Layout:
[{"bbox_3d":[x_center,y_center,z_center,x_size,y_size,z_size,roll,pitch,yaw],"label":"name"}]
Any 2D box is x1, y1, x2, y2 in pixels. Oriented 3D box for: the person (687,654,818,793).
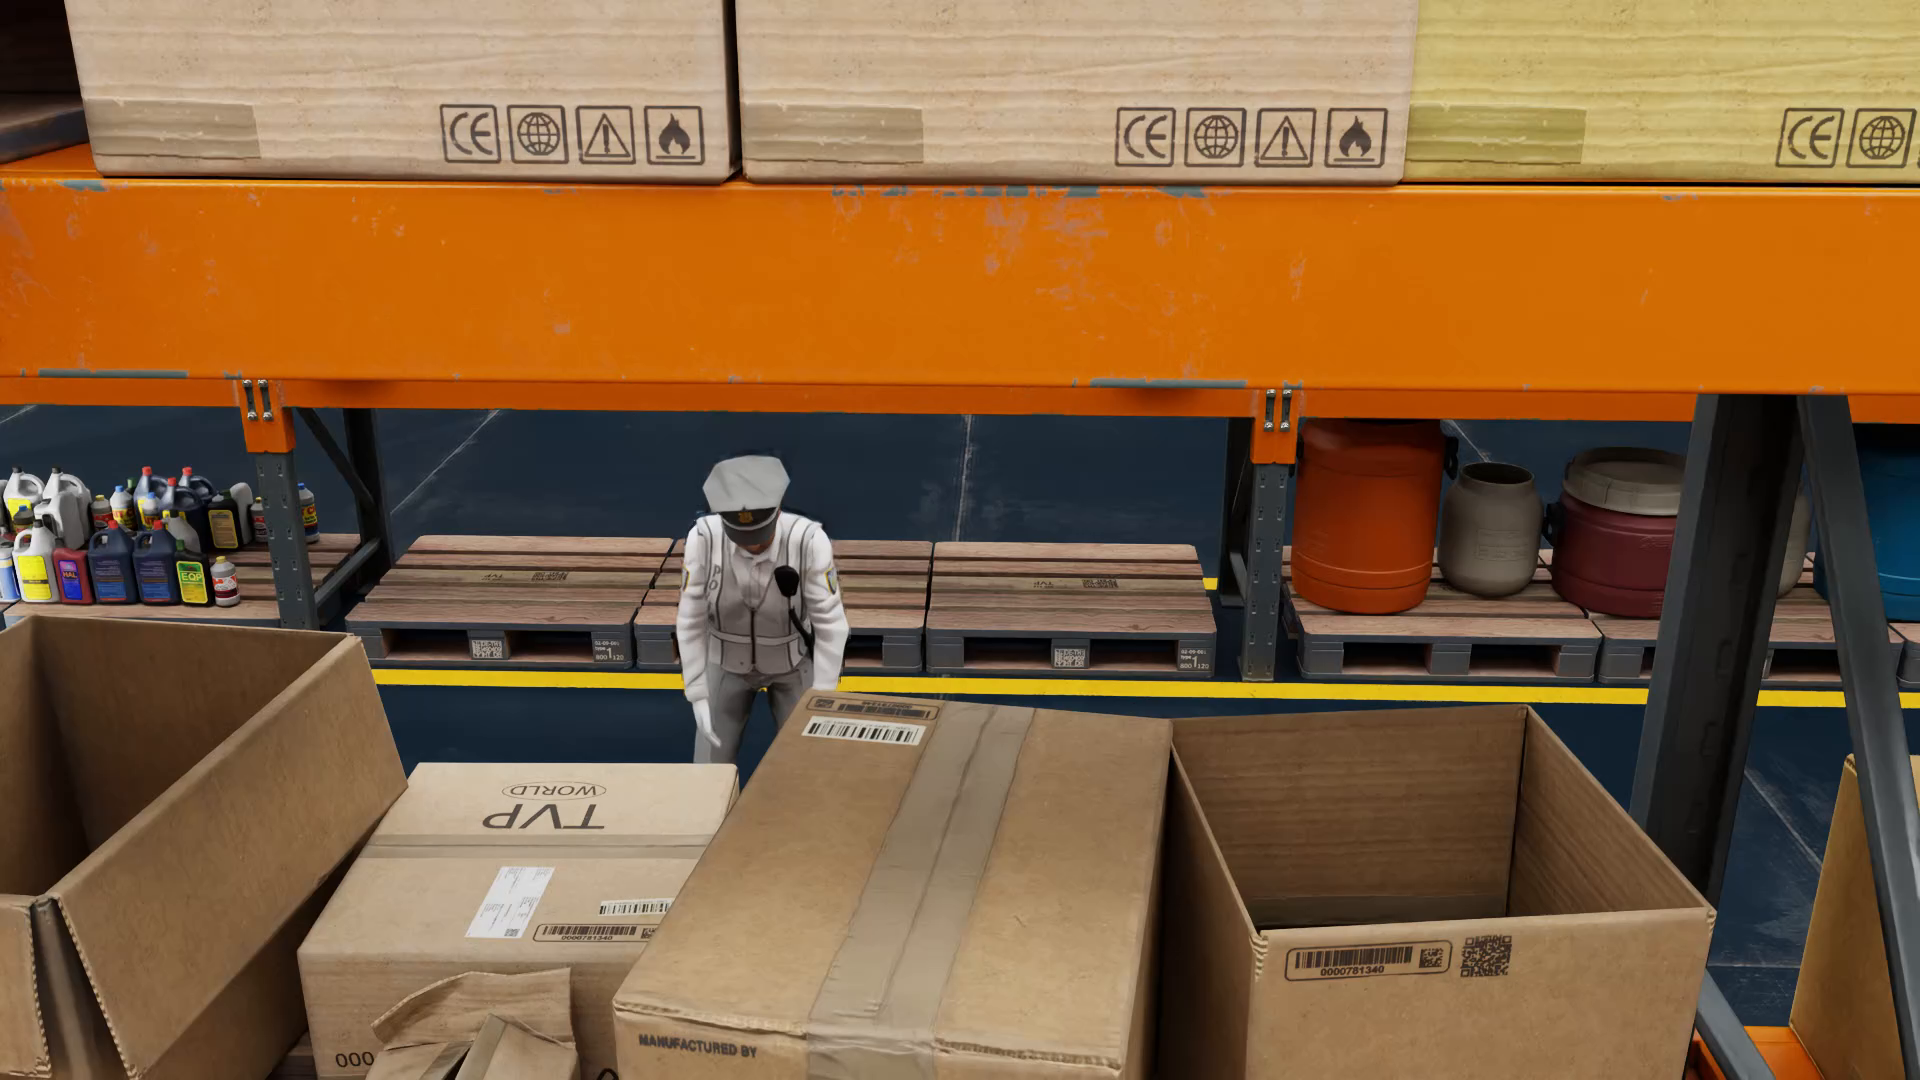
[{"bbox_3d":[-0.638,0.837,5.160,0.452,0.801,0.905,0,21,0],"label":"person"}]
